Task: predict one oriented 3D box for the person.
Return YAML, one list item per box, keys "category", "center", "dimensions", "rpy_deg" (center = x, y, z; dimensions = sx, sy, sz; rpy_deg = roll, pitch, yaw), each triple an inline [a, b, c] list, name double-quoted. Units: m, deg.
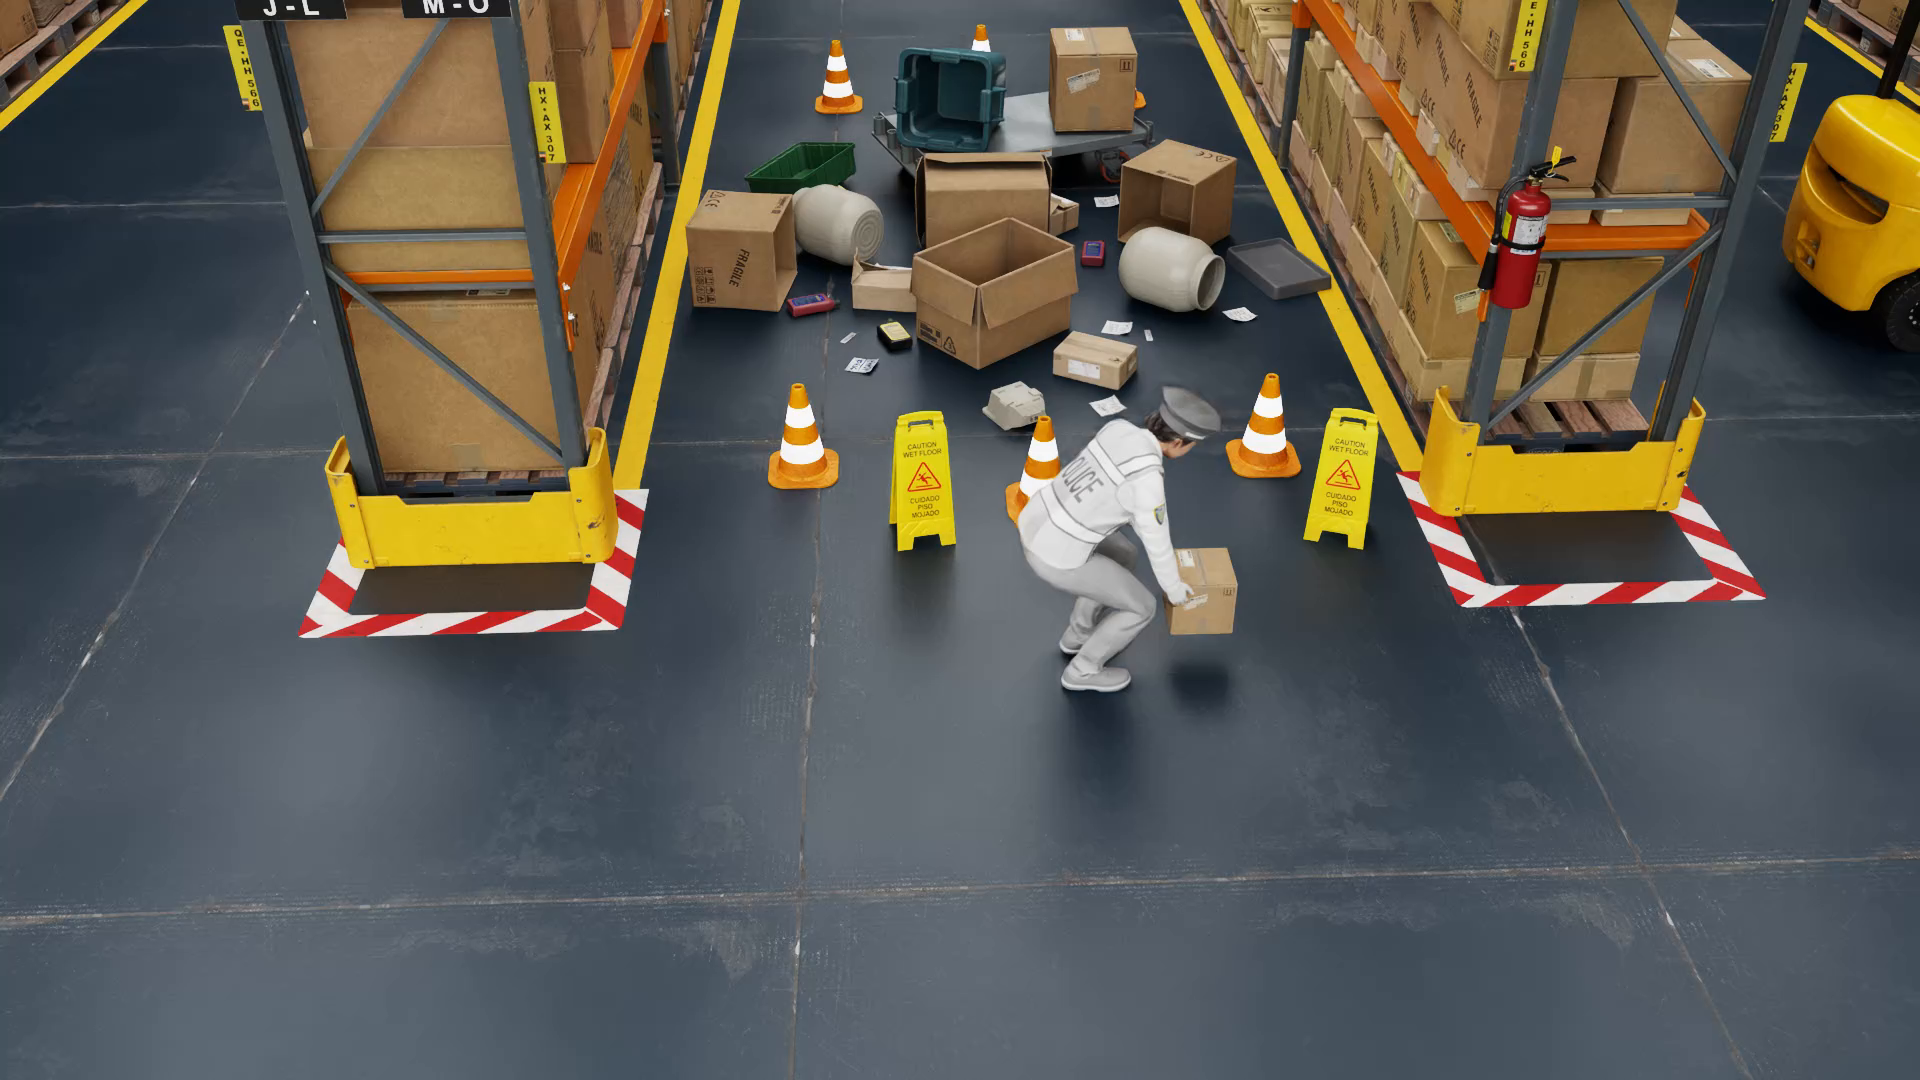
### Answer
- category: "person"
  center: [0.606, -0.014, 6.536]
  dimensions: [0.771, 1.240, 0.530]
  rpy_deg: [-5, 36, -7]
